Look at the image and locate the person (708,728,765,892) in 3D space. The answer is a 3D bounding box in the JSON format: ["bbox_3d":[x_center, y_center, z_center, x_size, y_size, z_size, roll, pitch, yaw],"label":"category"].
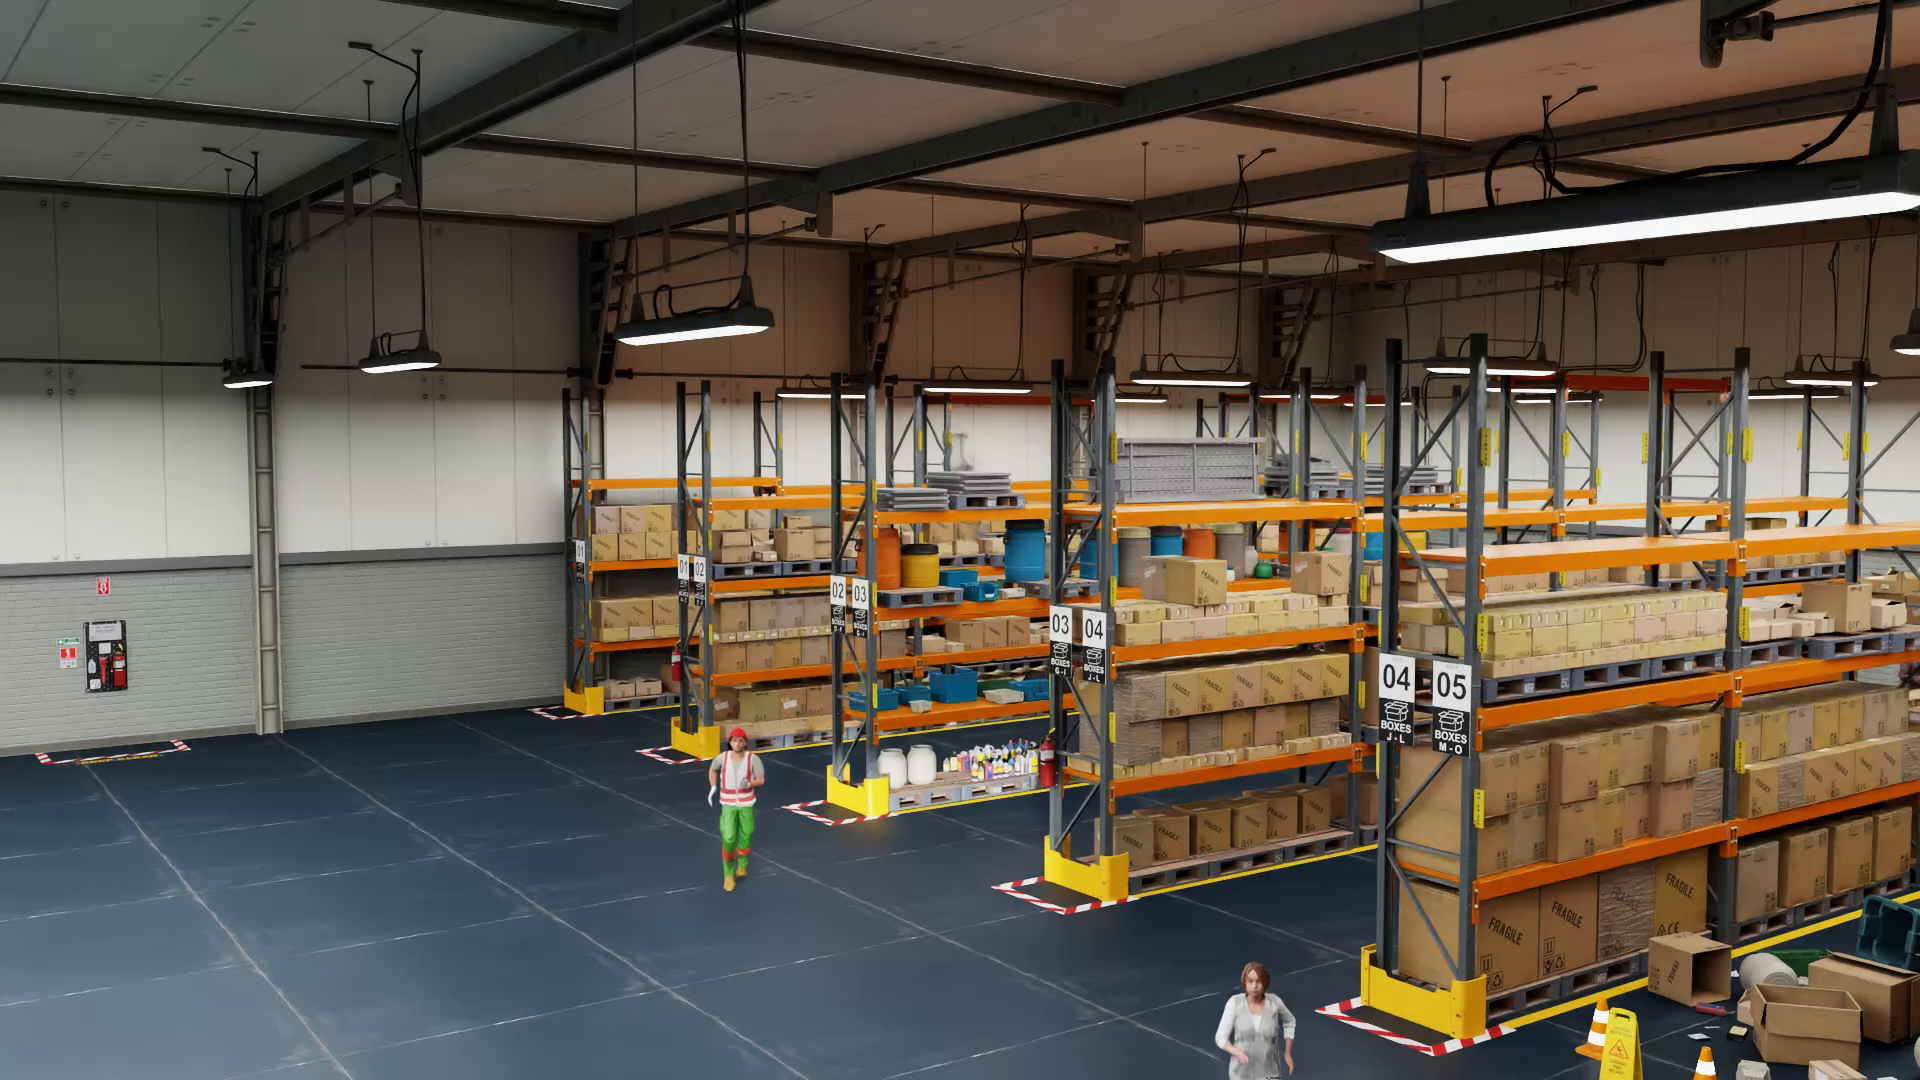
[{"bbox_3d":[-2.542,3.053,18.947,0.642,1.838,0.763,-1,4,-9],"label":"person"}]

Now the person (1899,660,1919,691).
[{"bbox_3d":[15.972,2.551,27.727,0.741,1.732,0.854,-1,4,-18],"label":"person"}]

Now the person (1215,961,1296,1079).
[{"bbox_3d":[1.984,3.621,11.176,0.535,1.599,0.869,1,4,11],"label":"person"}]
